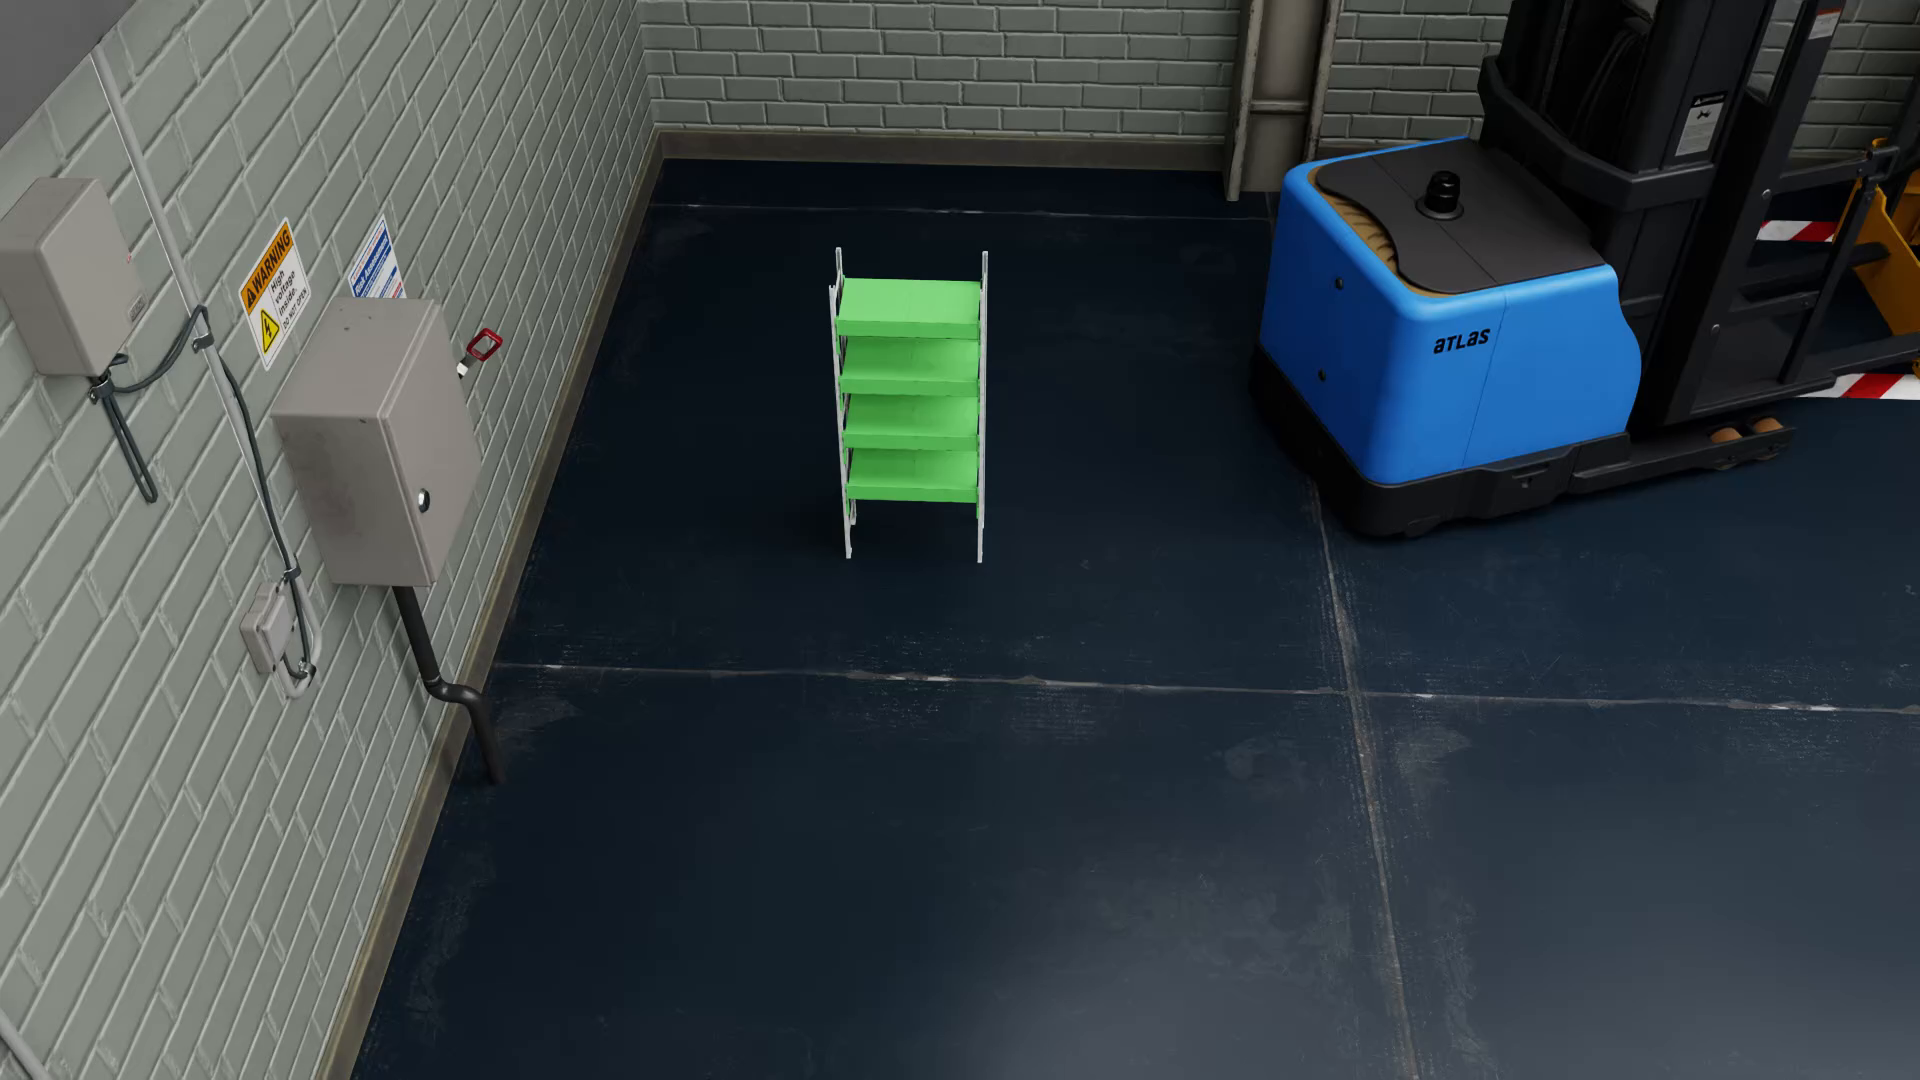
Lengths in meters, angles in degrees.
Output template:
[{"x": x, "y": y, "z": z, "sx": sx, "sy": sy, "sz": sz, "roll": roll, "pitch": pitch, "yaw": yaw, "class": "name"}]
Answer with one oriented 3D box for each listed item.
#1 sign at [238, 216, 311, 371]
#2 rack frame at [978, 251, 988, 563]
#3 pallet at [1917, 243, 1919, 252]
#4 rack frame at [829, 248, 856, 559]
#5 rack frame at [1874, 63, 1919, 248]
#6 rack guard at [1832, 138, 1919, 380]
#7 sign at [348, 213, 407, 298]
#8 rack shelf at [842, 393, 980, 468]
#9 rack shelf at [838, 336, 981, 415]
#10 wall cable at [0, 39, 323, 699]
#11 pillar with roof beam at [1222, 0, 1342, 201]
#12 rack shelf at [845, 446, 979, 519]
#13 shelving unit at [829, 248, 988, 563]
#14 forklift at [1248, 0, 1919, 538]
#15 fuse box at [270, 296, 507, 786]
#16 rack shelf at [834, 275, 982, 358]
[{"x": -1.684, "y": -0.608, "z": 4.096, "sx": 0.001, "sy": 0.242, "sz": 0.339, "roll": 2, "pitch": 43, "yaw": 2, "class": "sign"}, {"x": 0.078, "y": -0.437, "z": 5.838, "sx": 0.015, "sy": 1.200, "sz": 0.240, "roll": 2, "pitch": 43, "yaw": 2, "class": "rack frame"}, {"x": 5.011, "y": -1.087, "z": 7.263, "sx": 1.213, "sy": 0.211, "sz": 1.003, "roll": 2, "pitch": 43, "yaw": 2, "class": "pallet"}, {"x": -0.409, "y": -0.452, "z": 5.855, "sx": 0.015, "sy": 1.200, "sz": 0.240, "roll": 2, "pitch": 43, "yaw": 2, "class": "rack frame"}, {"x": 4.139, "y": -2.134, "z": 6.340, "sx": 0.127, "sy": 3.000, "sz": 1.000, "roll": 2, "pitch": 43, "yaw": 2, "class": "rack frame"}, {"x": 4.215, "y": -1.217, "z": 7.190, "sx": 0.348, "sy": 0.500, "sz": 1.175, "roll": 2, "pitch": 43, "yaw": 2, "class": "rack guard"}, {"x": -1.659, "y": -0.645, "z": 4.811, "sx": 0.001, "sy": 0.494, "sz": 0.329, "roll": 2, "pitch": 43, "yaw": 2, "class": "sign"}, {"x": -0.165, "y": -0.397, "z": 5.890, "sx": 0.480, "sy": 0.148, "sz": 0.258, "roll": 2, "pitch": 43, "yaw": 2, "class": "rack shelf"}, {"x": -0.165, "y": -0.573, "z": 5.726, "sx": 0.480, "sy": 0.148, "sz": 0.258, "roll": 2, "pitch": 43, "yaw": 2, "class": "rack shelf"}, {"x": -1.663, "y": -0.249, "z": 3.571, "sx": 0.122, "sy": 1.984, "sz": 0.588, "roll": 2, "pitch": 43, "yaw": 2, "class": "wall cable"}, {"x": 1.292, "y": -2.094, "z": 1.896, "sx": 0.400, "sy": 9.000, "sz": 9.100, "roll": 2, "pitch": 43, "yaw": 2, "class": "pillar with roof beam"}, {"x": -0.165, "y": -0.222, "z": 6.054, "sx": 0.480, "sy": 0.148, "sz": 0.258, "roll": 2, "pitch": 43, "yaw": 2, "class": "rack shelf"}, {"x": -0.165, "y": -0.444, "z": 5.846, "sx": 0.503, "sy": 1.200, "sz": 0.258, "roll": 2, "pitch": 43, "yaw": 2, "class": "shelving unit"}, {"x": 2.758, "y": -1.677, "z": 5.900, "sx": 3.031, "sy": 2.935, "sz": 1.130, "roll": -13, "pitch": 44, "yaw": -13, "class": "forklift"}, {"x": -1.475, "y": 0.134, "z": 4.850, "sx": 0.414, "sy": 1.711, "sz": 0.539, "roll": 2, "pitch": 43, "yaw": 2, "class": "fuse box"}, {"x": -0.165, "y": -0.749, "z": 5.563, "sx": 0.480, "sy": 0.148, "sz": 0.258, "roll": 2, "pitch": 43, "yaw": 2, "class": "rack shelf"}]
